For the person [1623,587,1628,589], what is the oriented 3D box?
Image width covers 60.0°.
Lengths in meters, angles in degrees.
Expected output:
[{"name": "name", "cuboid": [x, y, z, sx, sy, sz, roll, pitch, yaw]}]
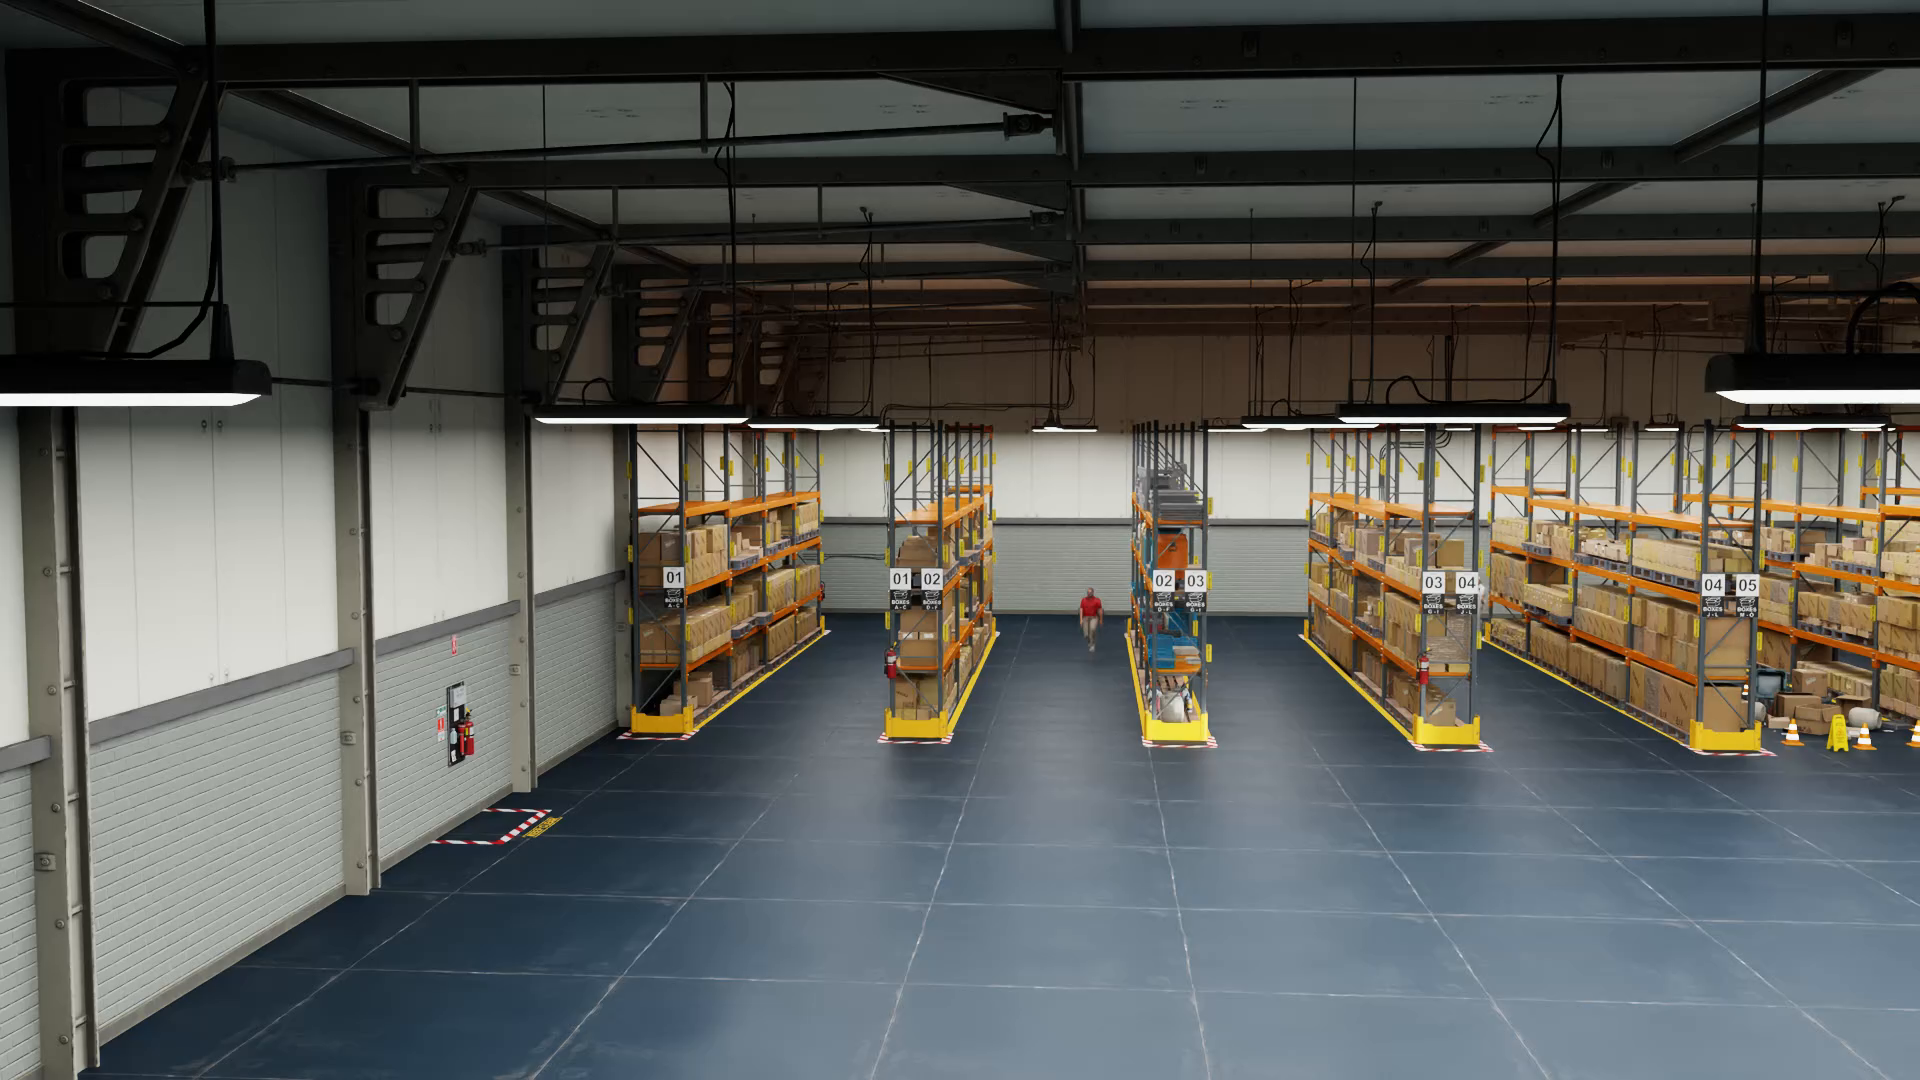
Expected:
[{"name": "person", "cuboid": [17.958, 2.053, 44.940, 0.413, 1.599, 0.945, -2, 4, -28]}]

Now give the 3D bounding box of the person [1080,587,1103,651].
[{"name": "person", "cuboid": [3.319, 2.001, 42.447, 0.561, 1.573, 0.844, 2, 4, 25]}]

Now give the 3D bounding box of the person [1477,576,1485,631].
[{"name": "person", "cuboid": [14.919, 1.851, 47.897, 0.586, 1.648, 0.487, -3, 5, -37]}]

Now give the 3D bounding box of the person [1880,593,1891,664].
[{"name": "person", "cuboid": [23.136, 2.218, 41.400, 0.581, 1.789, 0.581, -1, 4, -21]}]
